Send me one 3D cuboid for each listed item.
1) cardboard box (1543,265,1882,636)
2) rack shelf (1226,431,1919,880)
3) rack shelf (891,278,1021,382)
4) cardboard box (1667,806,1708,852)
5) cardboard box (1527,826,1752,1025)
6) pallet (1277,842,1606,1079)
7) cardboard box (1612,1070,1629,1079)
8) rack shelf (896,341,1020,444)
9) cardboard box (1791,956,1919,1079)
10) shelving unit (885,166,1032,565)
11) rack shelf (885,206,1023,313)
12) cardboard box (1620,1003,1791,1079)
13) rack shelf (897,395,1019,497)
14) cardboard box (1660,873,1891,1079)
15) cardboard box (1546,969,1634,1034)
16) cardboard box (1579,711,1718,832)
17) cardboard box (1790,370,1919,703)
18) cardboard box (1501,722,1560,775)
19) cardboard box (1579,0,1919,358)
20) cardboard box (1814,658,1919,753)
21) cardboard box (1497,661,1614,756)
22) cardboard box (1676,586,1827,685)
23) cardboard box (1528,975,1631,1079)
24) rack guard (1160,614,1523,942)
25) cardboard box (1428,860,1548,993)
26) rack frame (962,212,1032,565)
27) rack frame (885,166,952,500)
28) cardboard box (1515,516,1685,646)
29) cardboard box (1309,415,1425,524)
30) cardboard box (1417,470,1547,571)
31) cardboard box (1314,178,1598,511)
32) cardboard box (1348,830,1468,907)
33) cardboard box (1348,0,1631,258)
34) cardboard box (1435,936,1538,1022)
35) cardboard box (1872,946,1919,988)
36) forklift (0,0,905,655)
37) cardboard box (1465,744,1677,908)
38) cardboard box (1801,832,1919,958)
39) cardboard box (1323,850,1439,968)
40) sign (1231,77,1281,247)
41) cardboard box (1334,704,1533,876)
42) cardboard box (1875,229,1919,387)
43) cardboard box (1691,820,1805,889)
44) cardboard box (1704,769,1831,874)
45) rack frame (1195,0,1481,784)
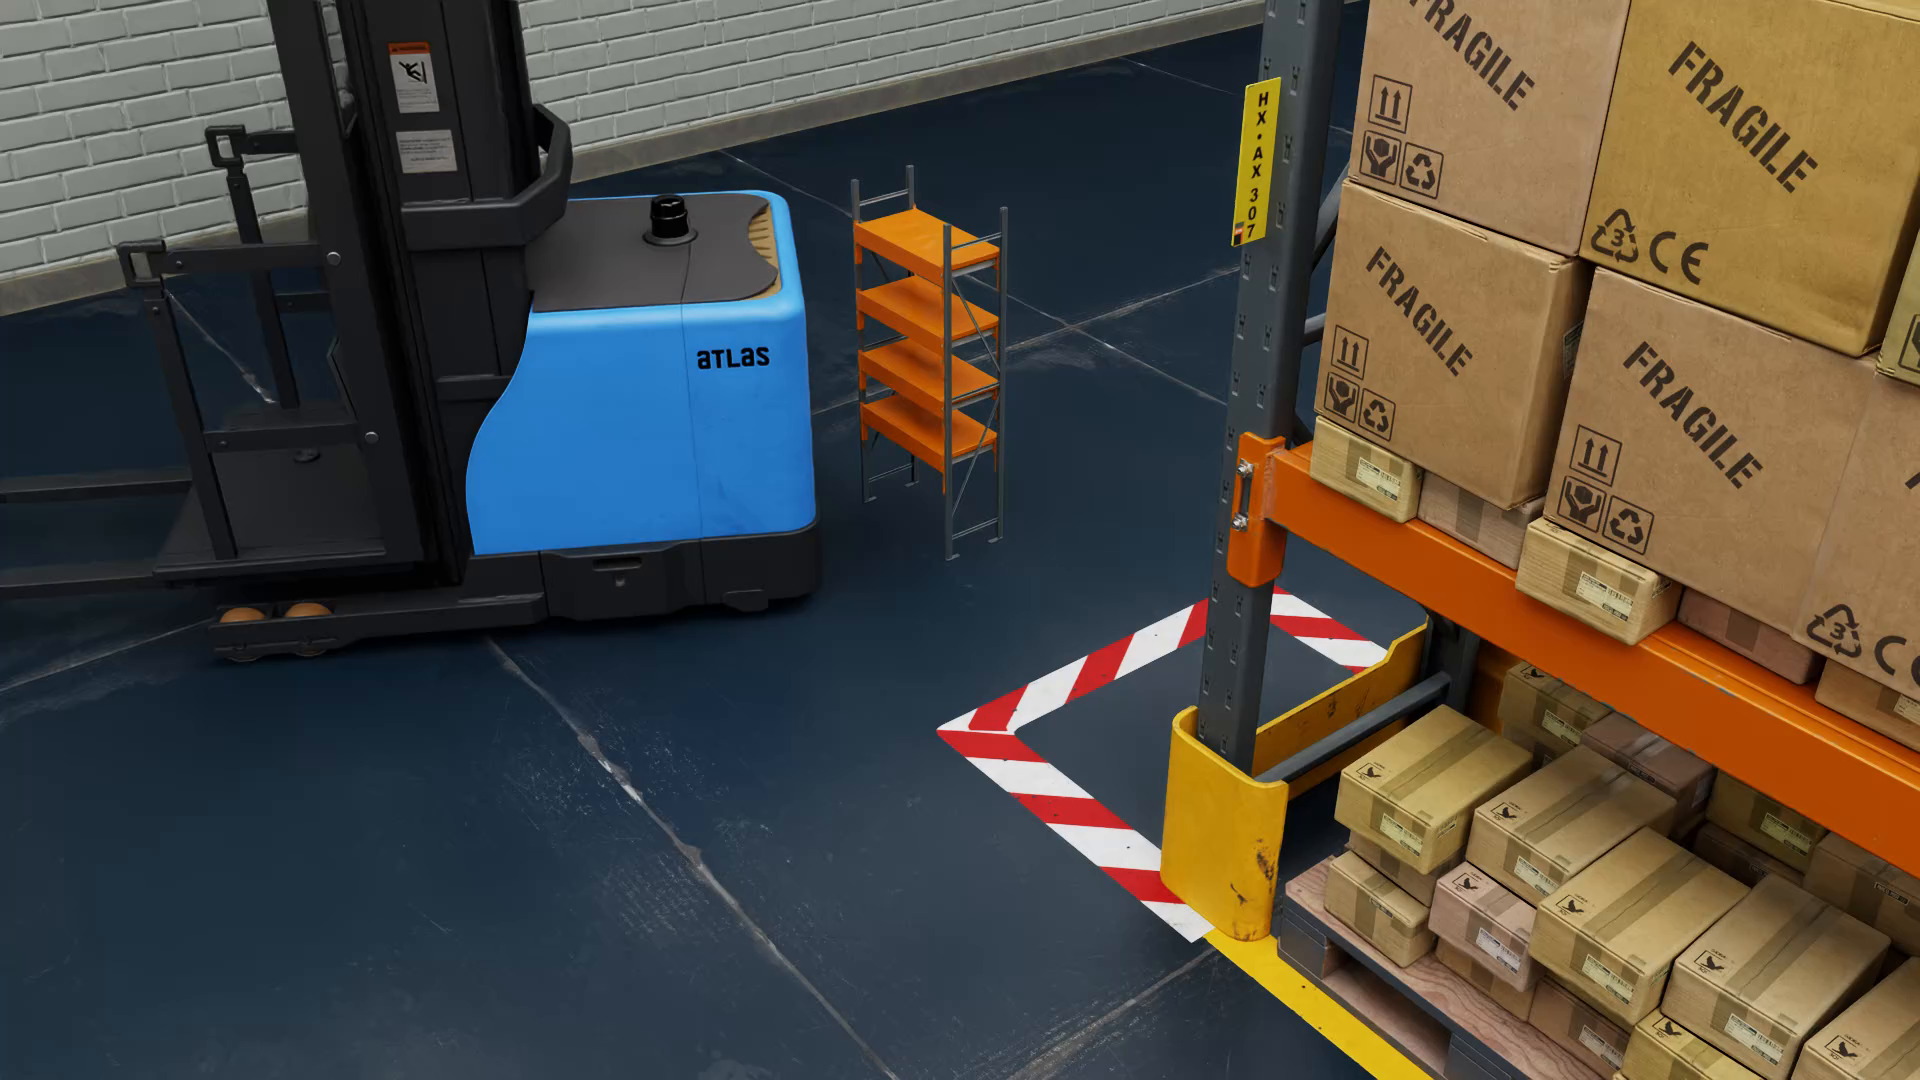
[{"bbox_3d":[1.421,-0.229,2.899,0.500,0.500,0.500,-22,38,-31],"label":"cardboard box"},{"bbox_3d":[2.242,0.587,2.643,1.077,0.370,4.000,-22,38,-31],"label":"rack shelf"},{"bbox_3d":[-0.011,-0.703,5.449,0.258,0.148,0.480,-17,36,-26],"label":"rack shelf"},{"bbox_3d":[1.682,0.609,3.949,0.380,0.149,0.250,-23,39,-32],"label":"cardboard box"},{"bbox_3d":[1.386,0.779,3.393,0.380,0.149,0.250,-22,38,-32],"label":"cardboard box"},{"bbox_3d":[1.532,1.015,3.916,1.003,0.211,1.213,-22,38,-31],"label":"pallet"},{"bbox_3d":[1.537,1.129,3.394,0.380,0.149,0.250,-22,38,-31],"label":"cardboard box"},{"bbox_3d":[-0.011,-0.513,5.567,0.258,0.148,0.480,-17,36,-26],"label":"rack shelf"},{"bbox_3d":[1.766,0.974,3.079,0.380,0.149,0.250,-21,37,-30],"label":"cardboard box"},{"bbox_3d":[-0.011,-0.570,5.531,0.258,1.200,0.503,-17,36,-26],"label":"shelving unit"},{"bbox_3d":[-0.011,-0.904,5.324,0.258,0.148,0.480,-17,36,-26],"label":"rack shelf"},{"bbox_3d":[1.549,1.004,3.313,0.380,0.149,0.250,-21,38,-30],"label":"cardboard box"},{"bbox_3d":[-0.011,-0.345,5.671,0.258,0.148,0.480,-17,36,-26],"label":"rack shelf"},{"bbox_3d":[1.603,0.855,3.270,0.380,0.149,0.250,-24,39,-34],"label":"cardboard box"},{"bbox_3d":[1.477,0.862,3.542,0.380,0.149,0.250,-22,38,-31],"label":"cardboard box"},{"bbox_3d":[1.649,0.490,3.858,0.380,0.149,0.250,-21,38,-30],"label":"cardboard box"},{"bbox_3d":[1.711,-0.021,2.564,0.500,0.500,0.500,-22,38,-31],"label":"cardboard box"},{"bbox_3d":[1.564,0.482,4.153,0.380,0.149,0.250,-23,39,-33],"label":"cardboard box"},{"bbox_3d":[1.395,-0.664,2.652,0.500,0.500,0.500,-21,38,-30],"label":"cardboard box"},{"bbox_3d":[1.681,0.203,2.819,0.380,0.149,0.250,-23,38,-32],"label":"cardboard box"},{"bbox_3d":[1.540,0.367,4.056,0.380,0.149,0.250,-22,38,-31],"label":"cardboard box"},{"bbox_3d":[1.534,0.082,3.013,0.380,0.149,0.250,-20,37,-29],"label":"cardboard box"},{"bbox_3d":[1.467,0.987,3.622,0.380,0.149,0.250,-22,38,-31],"label":"cardboard box"},{"bbox_3d":[1.062,0.542,4.404,1.175,0.500,0.348,-22,38,-31],"label":"rack guard"},{"bbox_3d":[1.257,0.788,3.660,0.380,0.149,0.250,-22,38,-32],"label":"cardboard box"},{"bbox_3d":[0.113,-0.460,5.353,0.240,1.200,0.015,-17,36,-26],"label":"rack frame"},{"bbox_3d":[-0.136,-0.681,5.709,0.240,1.200,0.015,-17,36,-26],"label":"rack frame"},{"bbox_3d":[1.266,0.018,3.116,0.380,0.149,0.250,-23,39,-33],"label":"cardboard box"},{"bbox_3d":[0.955,-0.204,3.473,0.380,0.149,0.250,-23,38,-32],"label":"cardboard box"},{"bbox_3d":[1.144,-0.111,3.324,0.380,0.149,0.250,-21,37,-30],"label":"cardboard box"},{"bbox_3d":[1.072,-0.444,3.245,0.500,0.500,0.500,-20,37,-29],"label":"cardboard box"},{"bbox_3d":[1.134,0.656,3.873,0.380,0.149,0.250,-21,37,-29],"label":"cardboard box"},{"bbox_3d":[1.081,-0.872,2.987,0.500,0.500,0.500,-23,38,-32],"label":"cardboard box"},{"bbox_3d":[1.309,0.885,3.785,0.380,0.149,0.250,-22,38,-32],"label":"cardboard box"},{"bbox_3d":[1.968,0.843,3.571,0.380,0.149,0.250,-23,38,-32],"label":"cardboard box"},{"bbox_3d":[-1.742,-1.187,4.883,3.031,2.935,1.130,-4,32,-7],"label":"forklift"},{"bbox_3d":[1.332,0.632,3.629,0.380,0.149,0.250,-22,38,-31],"label":"cardboard box"},{"bbox_3d":[2.017,0.685,3.544,0.380,0.149,0.250,-24,39,-33],"label":"cardboard box"},{"bbox_3d":[1.084,0.803,3.918,0.380,0.149,0.250,-21,38,-30],"label":"cardboard box"},{"bbox_3d":[0.587,-0.744,3.284,0.100,0.325,0.005,-22,38,-31],"label":"sign"},{"bbox_3d":[1.068,0.556,3.751,0.380,0.149,0.250,-24,39,-33],"label":"cardboard box"},{"bbox_3d":[1.697,-0.440,2.291,0.500,0.500,0.500,-23,39,-32],"label":"cardboard box"},{"bbox_3d":[1.884,0.698,3.805,0.380,0.149,0.250,-24,39,-33],"label":"cardboard box"},{"bbox_3d":[1.908,0.557,3.750,0.380,0.149,0.250,-23,39,-32],"label":"cardboard box"},{"bbox_3d":[1.015,-0.552,3.795,1.000,3.000,0.127,-22,38,-31],"label":"rack frame"}]
